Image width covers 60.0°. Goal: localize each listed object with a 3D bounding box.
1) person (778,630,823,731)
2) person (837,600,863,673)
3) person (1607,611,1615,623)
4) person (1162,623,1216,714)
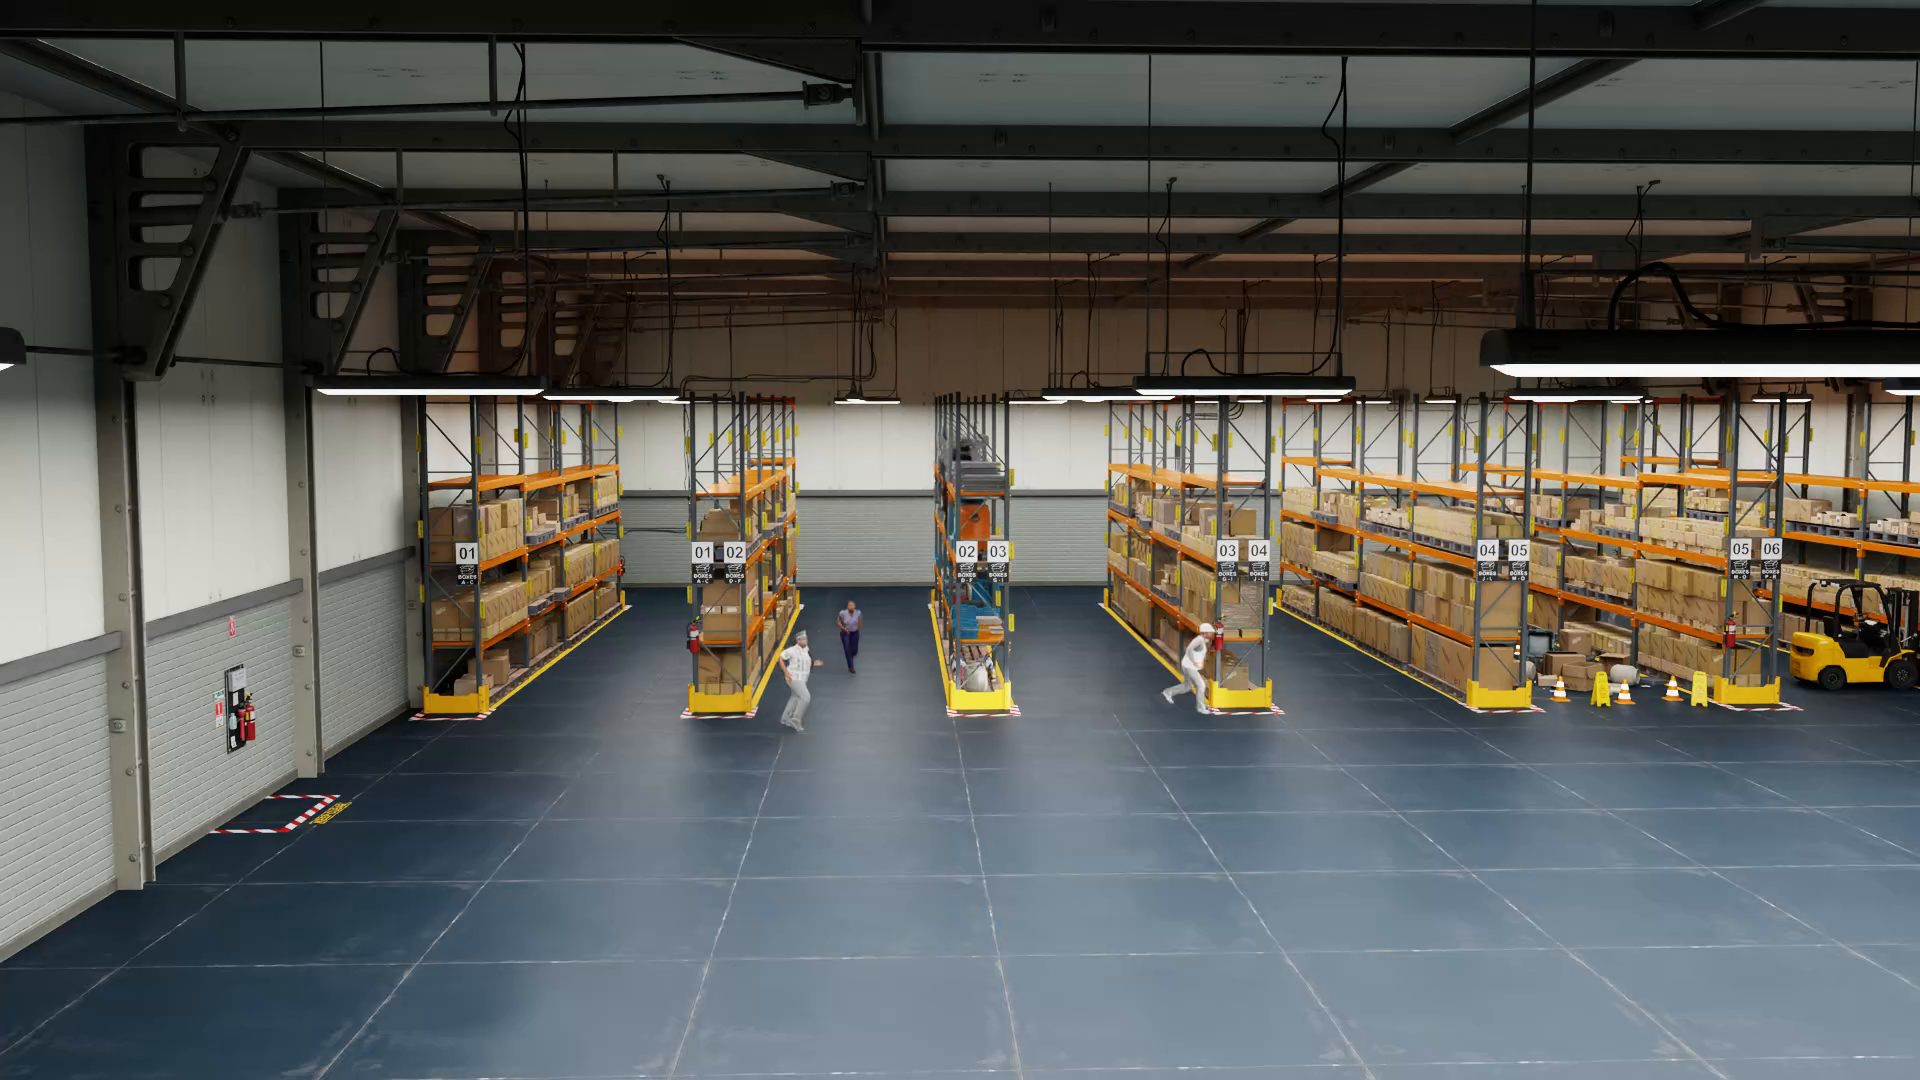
[{"bbox_3d":[-2.840,2.503,29.486,0.793,1.830,0.657,2,5,21],"label":"person"},{"bbox_3d":[-2.384,2.075,35.971,0.572,1.580,0.702,-1,5,-10],"label":"person"},{"bbox_3d":[16.983,1.376,43.787,0.588,1.726,0.847,-2,5,-19],"label":"person"},{"bbox_3d":[4.268,2.404,31.102,1.009,1.730,0.678,2,5,22],"label":"person"}]
